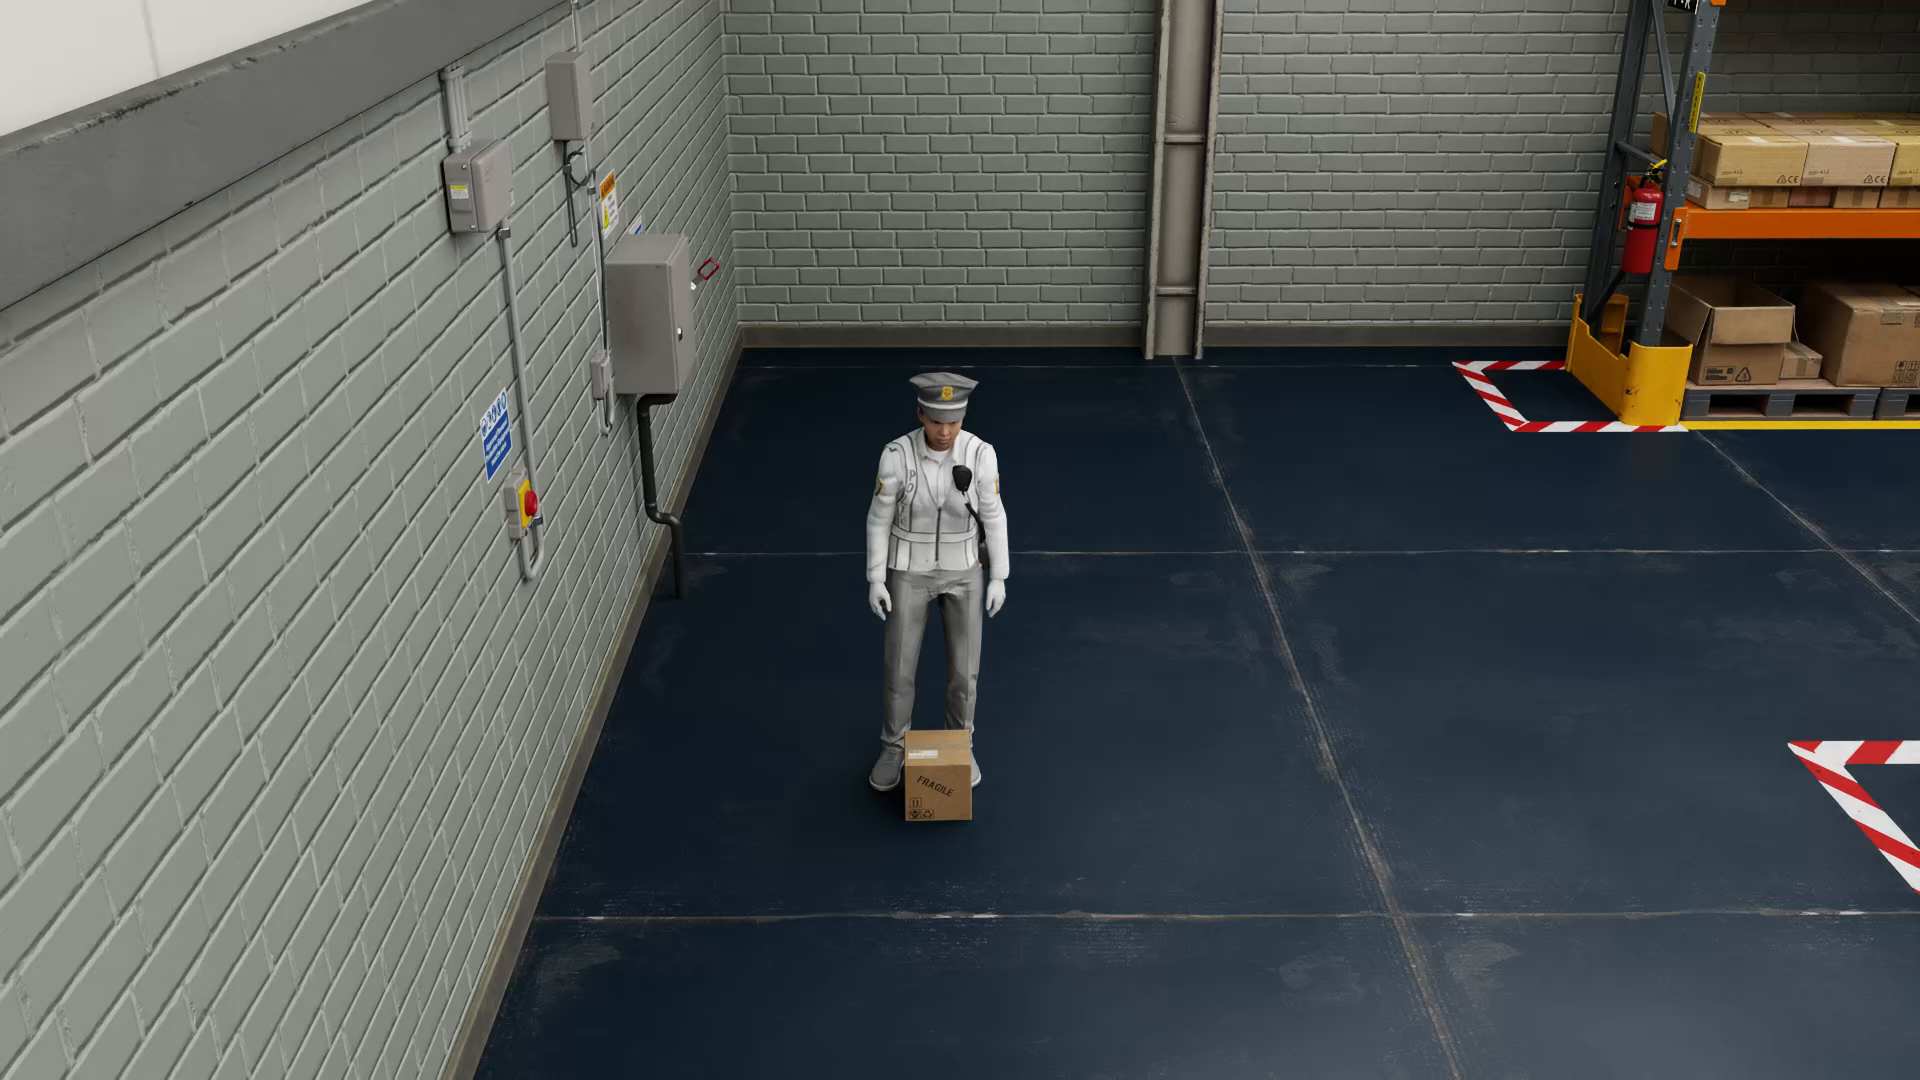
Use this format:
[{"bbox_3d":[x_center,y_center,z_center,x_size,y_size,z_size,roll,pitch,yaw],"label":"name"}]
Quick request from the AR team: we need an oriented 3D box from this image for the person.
[{"bbox_3d":[-0.087,0.151,6.260,0.547,1.666,0.371,-2,24,-3],"label":"person"}]
